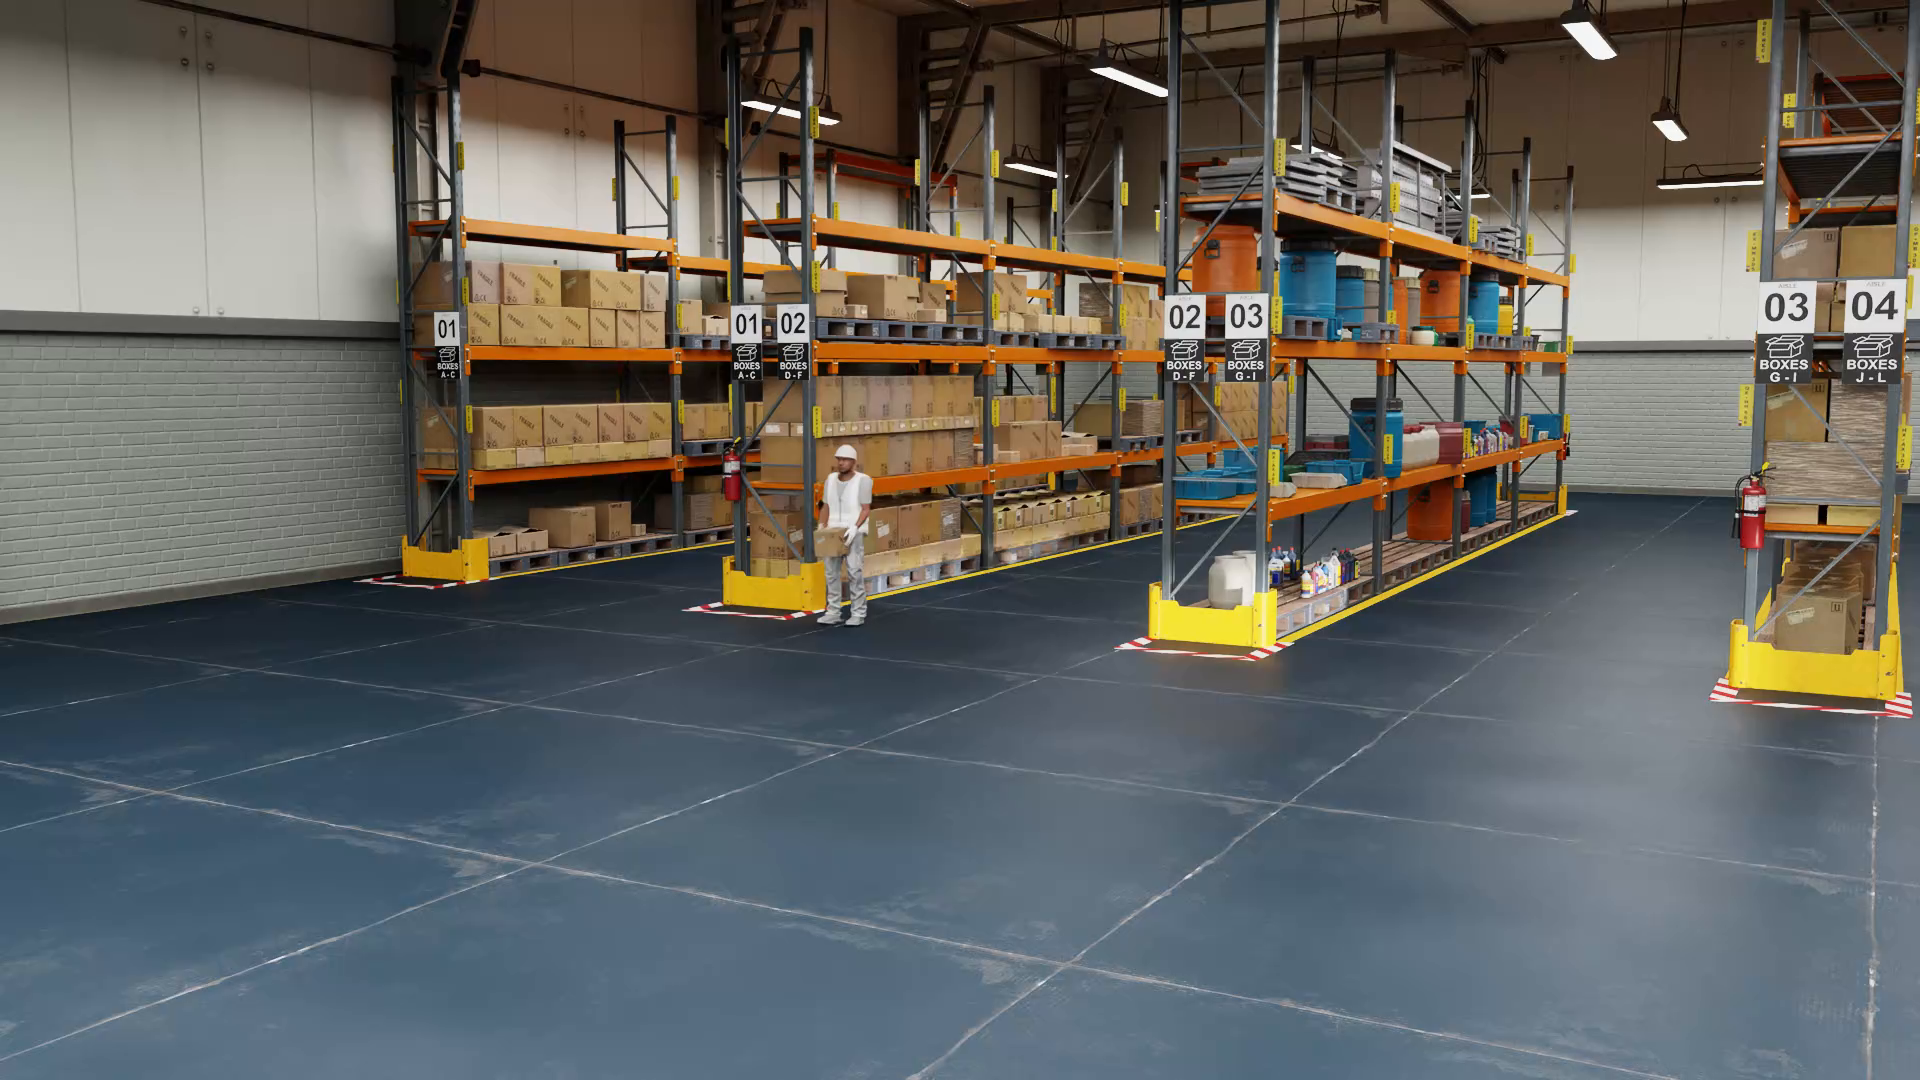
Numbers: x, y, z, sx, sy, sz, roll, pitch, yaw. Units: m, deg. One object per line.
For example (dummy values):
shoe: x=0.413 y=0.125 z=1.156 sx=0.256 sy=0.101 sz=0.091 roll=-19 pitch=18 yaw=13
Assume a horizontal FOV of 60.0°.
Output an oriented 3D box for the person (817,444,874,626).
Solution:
person: x=-1.147 y=-0.049 z=16.443 sx=0.552 sy=1.788 sz=0.483 roll=3 pitch=7 yaw=28
